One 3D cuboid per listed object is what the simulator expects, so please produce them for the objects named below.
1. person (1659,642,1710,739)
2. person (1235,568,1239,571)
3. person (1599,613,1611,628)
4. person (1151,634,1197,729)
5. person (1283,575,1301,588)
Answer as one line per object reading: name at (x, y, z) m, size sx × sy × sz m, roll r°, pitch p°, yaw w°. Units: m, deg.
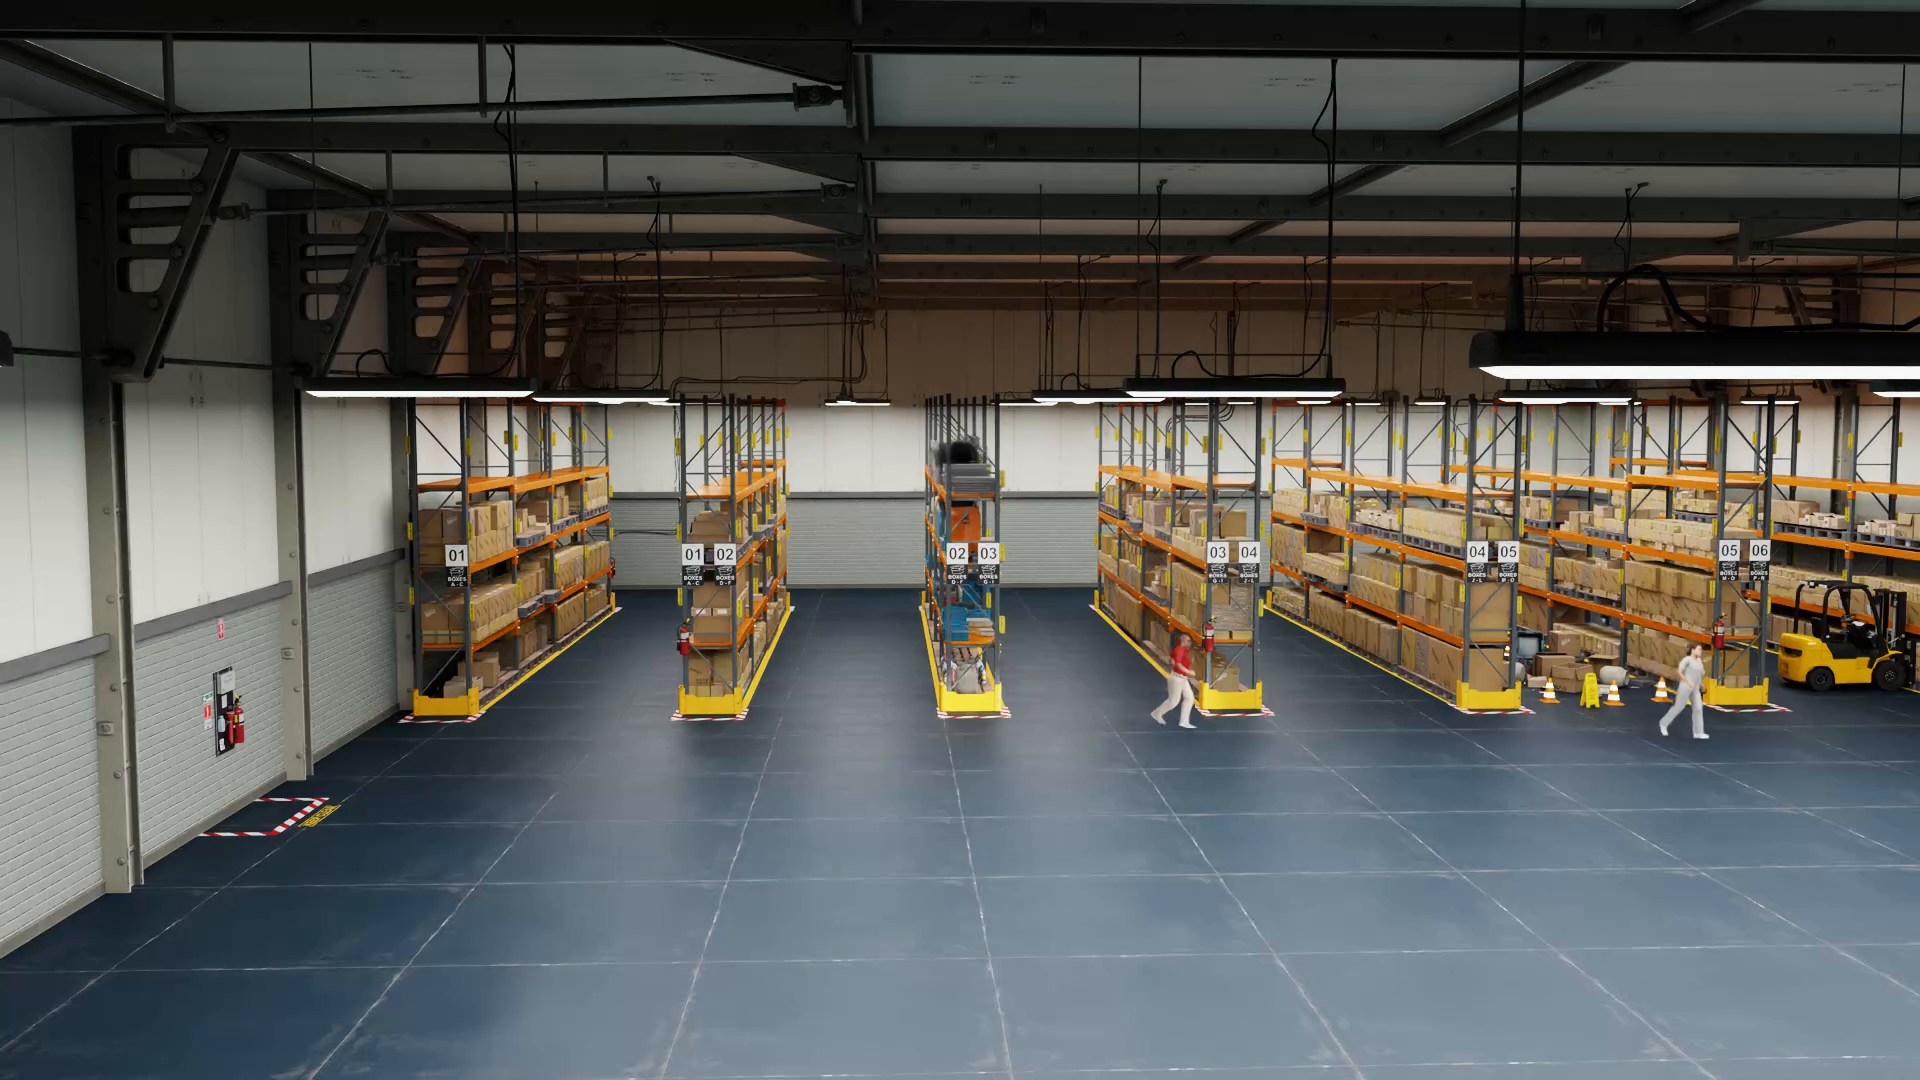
person at (12.659, 2.584, 28.785) m, size 0.613 × 1.646 × 0.949 m, roll -2°, pitch 5°, yaw -26°
person at (8.105, 1.163, 48.370) m, size 0.596 × 1.486 × 0.836 m, roll 0°, pitch 5°, yaw 5°
person at (16.744, 1.498, 43.402) m, size 0.512 × 1.569 × 0.429 m, roll 2°, pitch 5°, yaw 23°
person at (3.819, 2.528, 29.709) m, size 0.842 × 1.707 × 0.630 m, roll 2°, pitch 5°, yaw 20°
person at (9.754, 0.960, 48.789) m, size 0.817 × 1.798 × 0.673 m, roll 1°, pitch 5°, yaw 8°
